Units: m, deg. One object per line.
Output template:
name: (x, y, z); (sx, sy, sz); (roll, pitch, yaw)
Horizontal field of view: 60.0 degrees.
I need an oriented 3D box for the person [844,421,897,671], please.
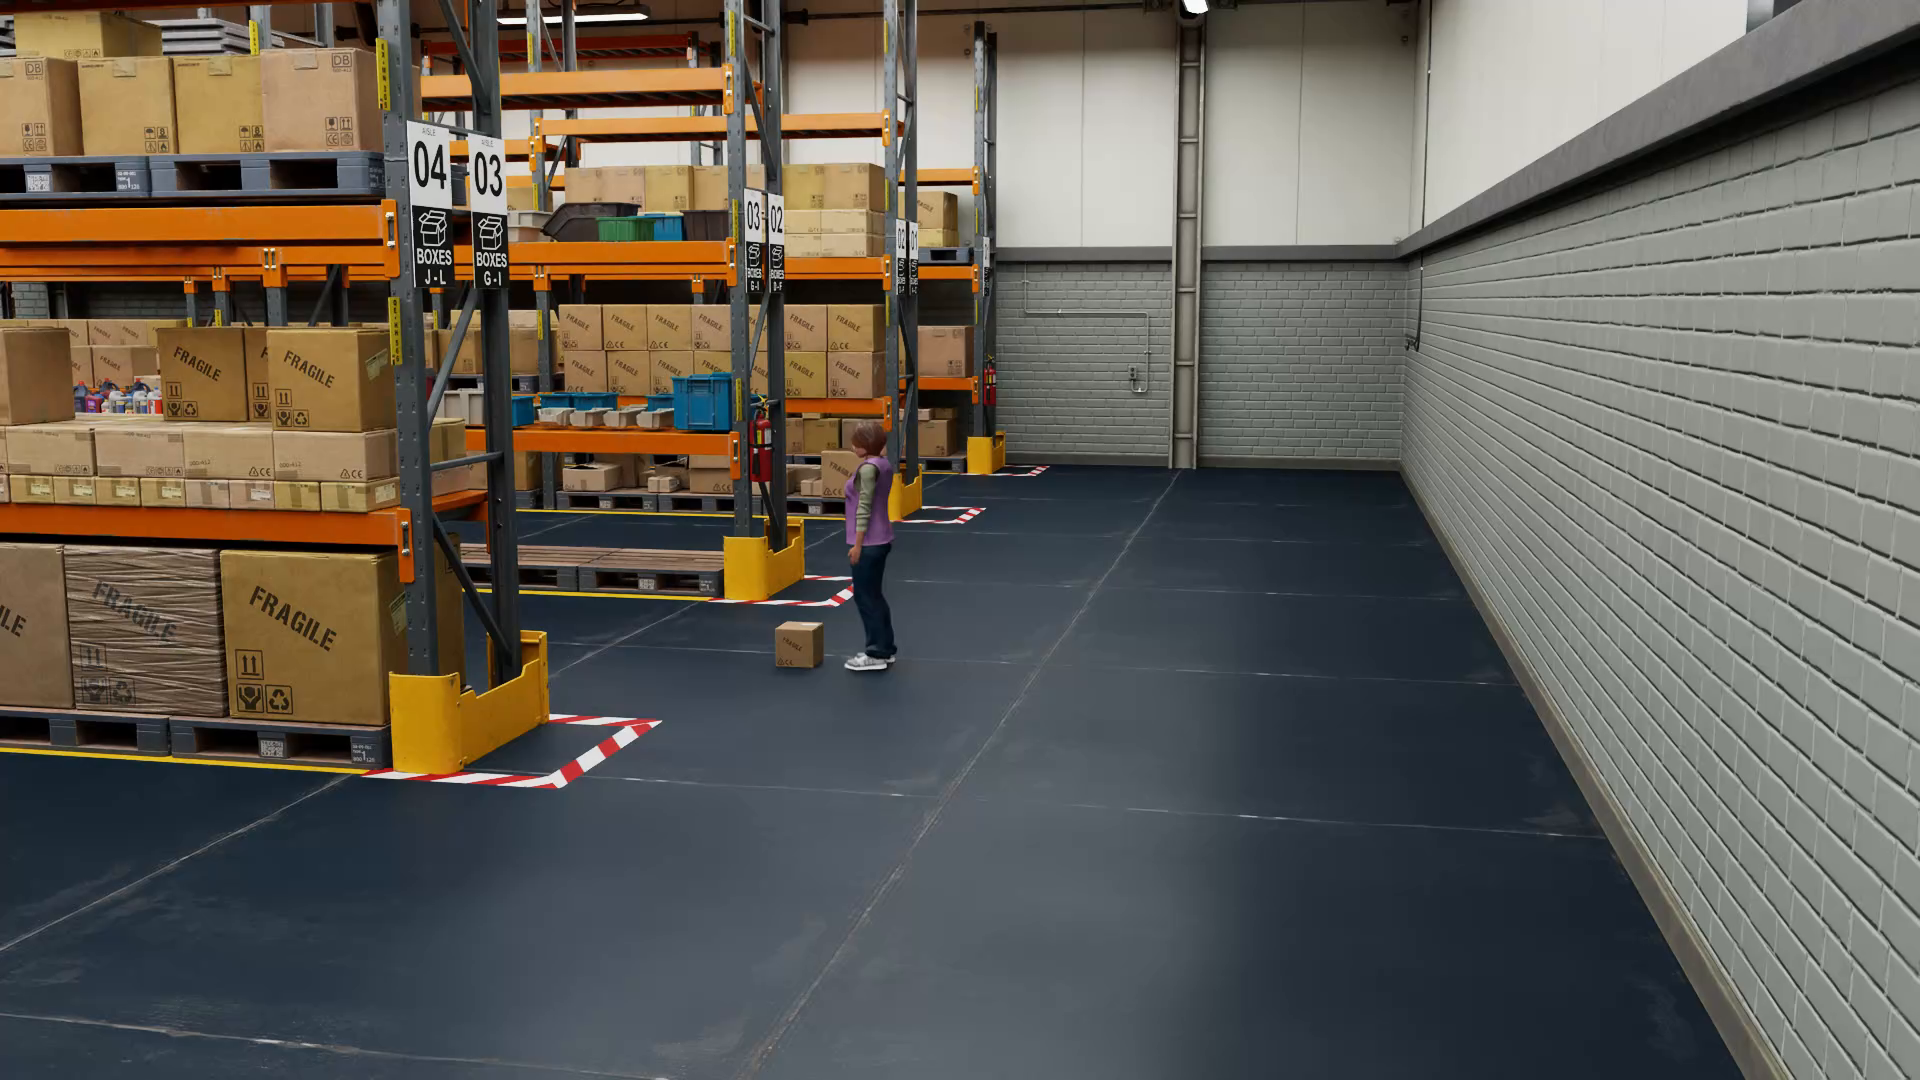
person: (-0.577, 0.036, 10.632); (0.302, 1.593, 0.406); (2, 8, 13)
